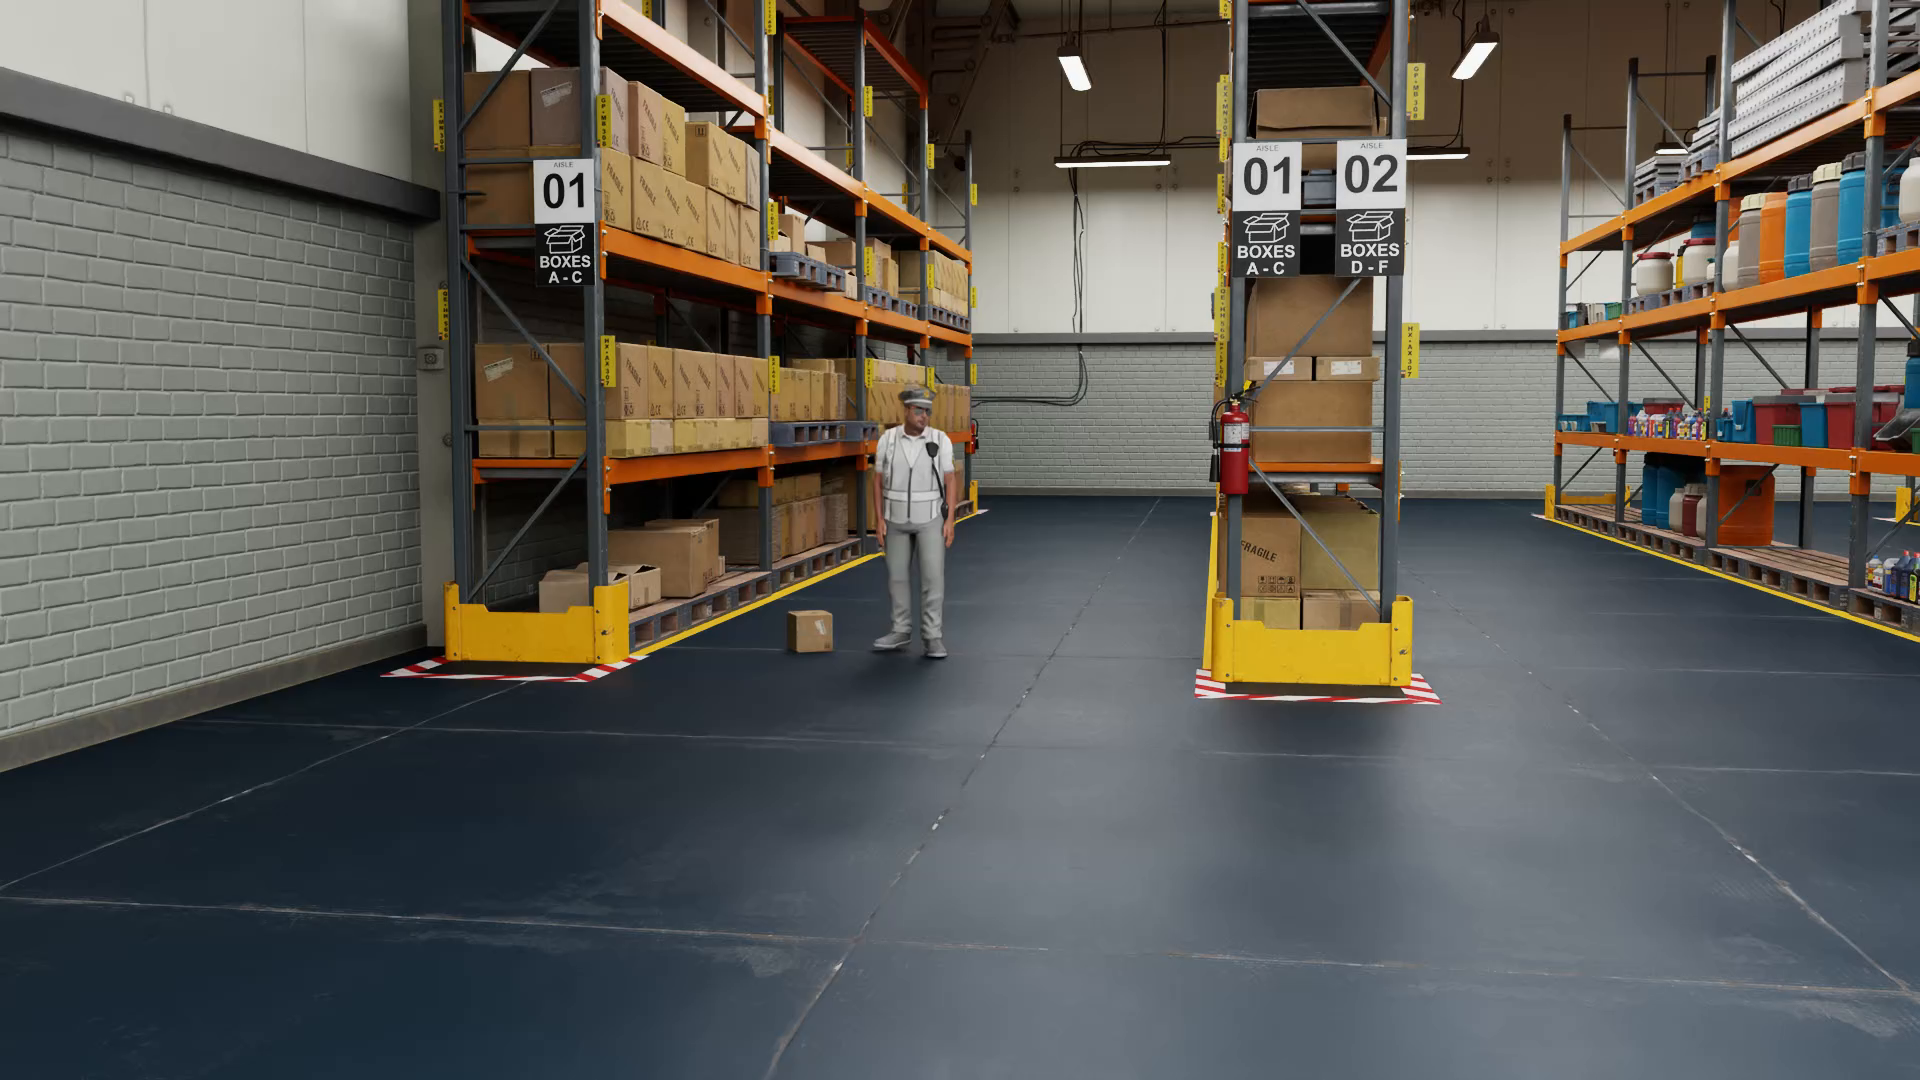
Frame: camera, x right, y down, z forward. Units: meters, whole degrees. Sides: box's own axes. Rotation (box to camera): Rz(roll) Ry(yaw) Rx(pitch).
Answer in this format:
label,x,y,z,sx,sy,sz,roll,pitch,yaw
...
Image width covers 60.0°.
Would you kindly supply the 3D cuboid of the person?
label,x,y,z,sx,sy,sz,roll,pitch,yaw
person,-0.314,-0.124,11.055,0.562,1.754,0.538,1,4,7
